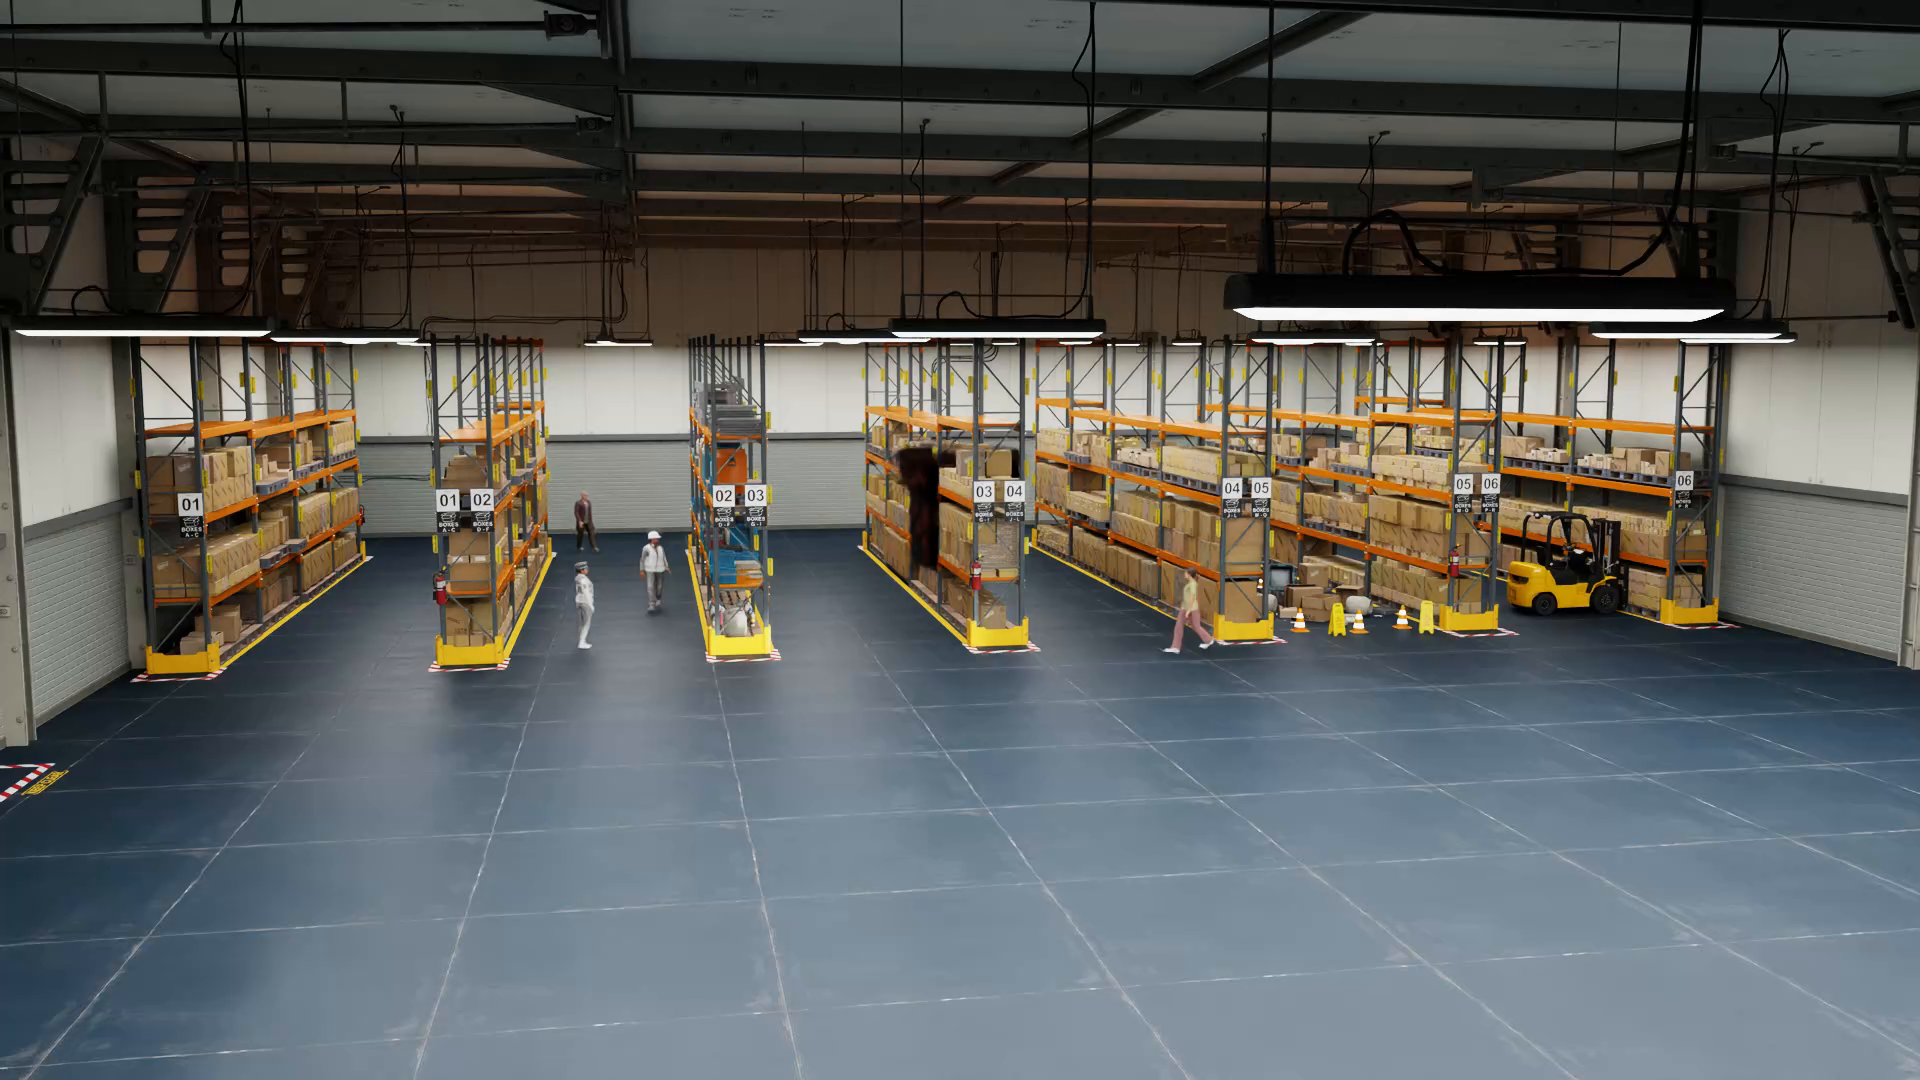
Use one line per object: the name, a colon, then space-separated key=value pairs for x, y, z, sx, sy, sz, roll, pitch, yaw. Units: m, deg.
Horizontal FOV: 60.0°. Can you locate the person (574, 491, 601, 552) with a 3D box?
person: x=-10.550 y=-0.519 z=46.812 sx=0.622 sy=1.709 sz=1.142 roll=-4 pitch=8 yaw=-33

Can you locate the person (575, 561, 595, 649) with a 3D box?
person: x=-7.204 y=1.246 z=31.891 sx=0.499 sy=1.689 sz=0.446 roll=6 pitch=9 yaw=42

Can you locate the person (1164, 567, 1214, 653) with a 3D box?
person: x=4.360 y=1.316 z=31.411 sx=0.983 sy=1.639 sz=0.424 roll=-5 pitch=8 yaw=-34

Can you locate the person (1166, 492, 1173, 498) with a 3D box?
person: x=5.805 y=-0.486 z=46.553 sx=0.641 sy=1.775 sz=0.587 roll=-2 pitch=7 yaw=-15

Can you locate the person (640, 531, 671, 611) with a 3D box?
person: x=-6.707 y=0.669 z=36.584 sx=0.683 sy=1.727 sz=1.045 roll=-1 pitch=7 yaw=-12
